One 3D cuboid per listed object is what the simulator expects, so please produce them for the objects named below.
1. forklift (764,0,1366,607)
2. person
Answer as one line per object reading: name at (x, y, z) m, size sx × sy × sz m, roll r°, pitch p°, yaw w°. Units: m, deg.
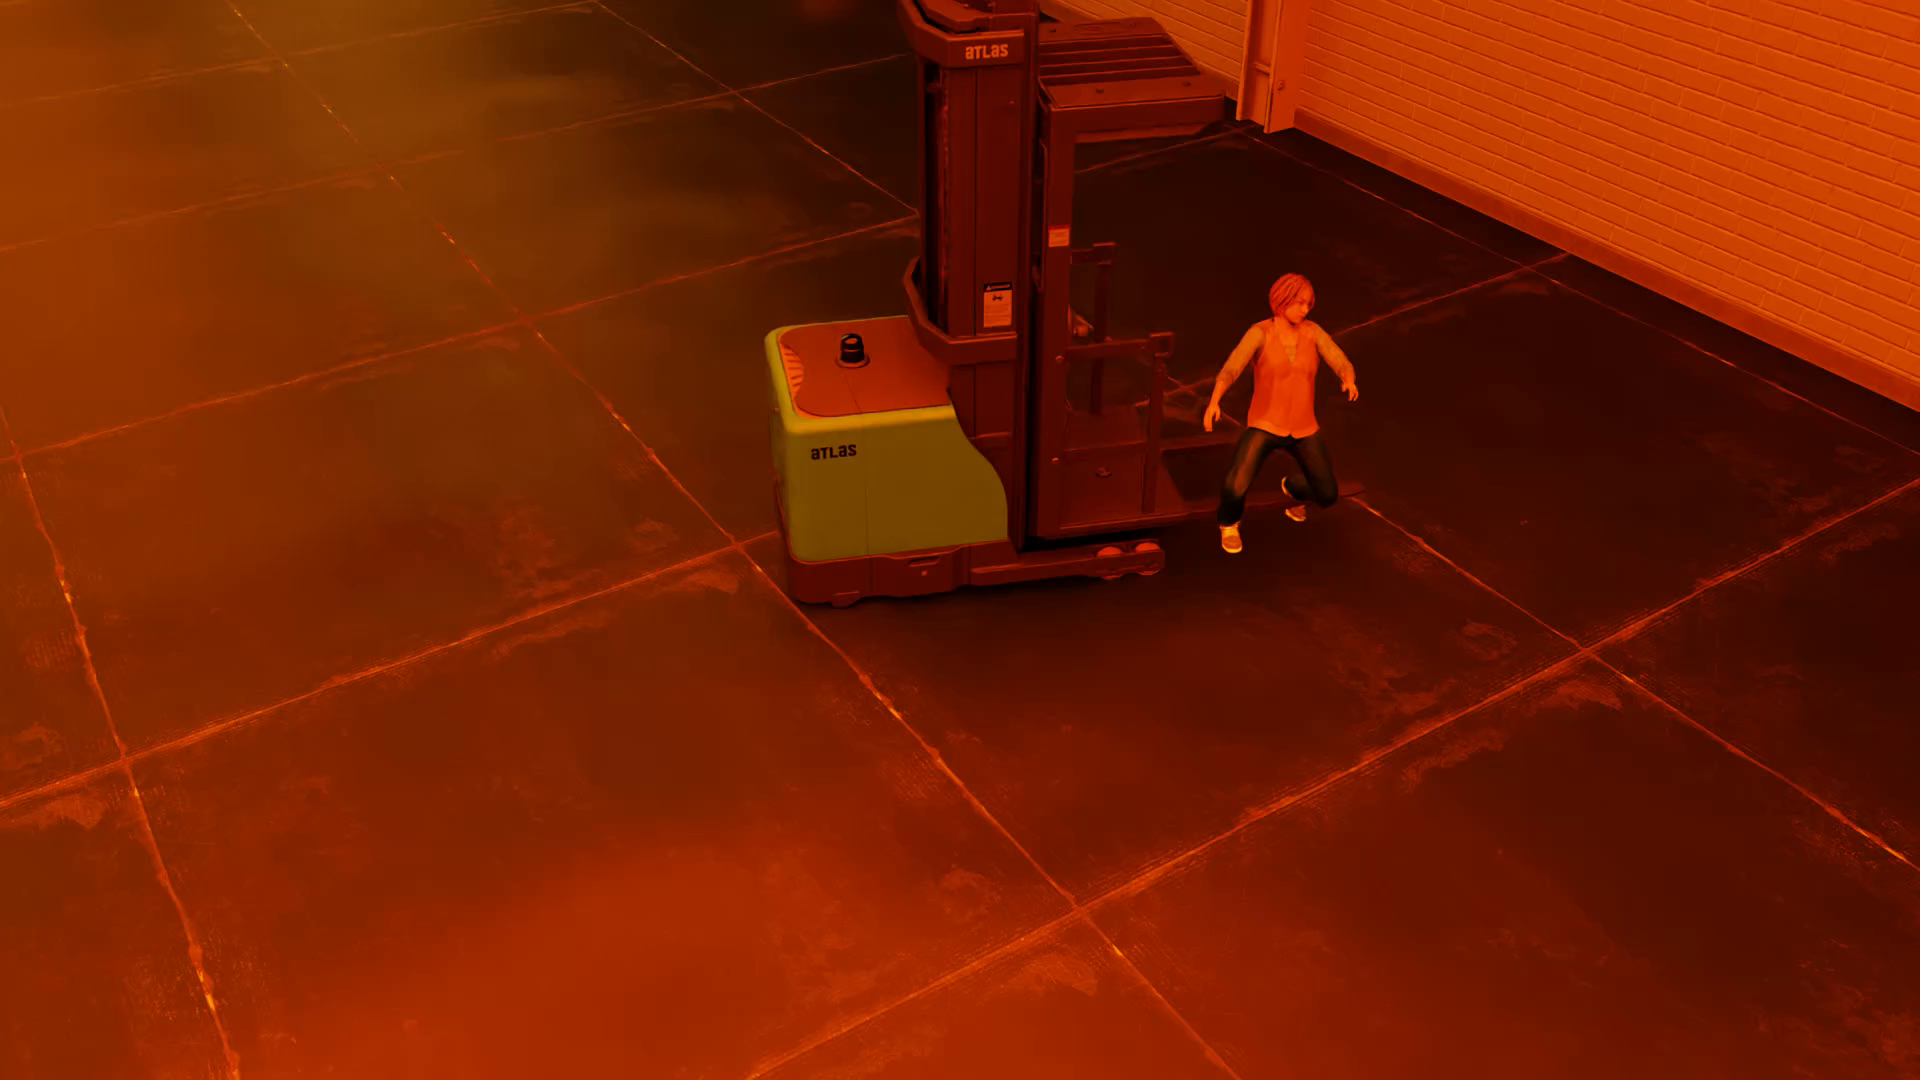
forklift at (0.574, -1.289, 7.983) m, size 3.031 × 2.935 × 1.130 m, roll -7°, pitch 36°, yaw -9°
person at (1.481, -0.528, 8.062) m, size 0.768 × 1.367 × 0.738 m, roll -6°, pitch 36°, yaw -8°
